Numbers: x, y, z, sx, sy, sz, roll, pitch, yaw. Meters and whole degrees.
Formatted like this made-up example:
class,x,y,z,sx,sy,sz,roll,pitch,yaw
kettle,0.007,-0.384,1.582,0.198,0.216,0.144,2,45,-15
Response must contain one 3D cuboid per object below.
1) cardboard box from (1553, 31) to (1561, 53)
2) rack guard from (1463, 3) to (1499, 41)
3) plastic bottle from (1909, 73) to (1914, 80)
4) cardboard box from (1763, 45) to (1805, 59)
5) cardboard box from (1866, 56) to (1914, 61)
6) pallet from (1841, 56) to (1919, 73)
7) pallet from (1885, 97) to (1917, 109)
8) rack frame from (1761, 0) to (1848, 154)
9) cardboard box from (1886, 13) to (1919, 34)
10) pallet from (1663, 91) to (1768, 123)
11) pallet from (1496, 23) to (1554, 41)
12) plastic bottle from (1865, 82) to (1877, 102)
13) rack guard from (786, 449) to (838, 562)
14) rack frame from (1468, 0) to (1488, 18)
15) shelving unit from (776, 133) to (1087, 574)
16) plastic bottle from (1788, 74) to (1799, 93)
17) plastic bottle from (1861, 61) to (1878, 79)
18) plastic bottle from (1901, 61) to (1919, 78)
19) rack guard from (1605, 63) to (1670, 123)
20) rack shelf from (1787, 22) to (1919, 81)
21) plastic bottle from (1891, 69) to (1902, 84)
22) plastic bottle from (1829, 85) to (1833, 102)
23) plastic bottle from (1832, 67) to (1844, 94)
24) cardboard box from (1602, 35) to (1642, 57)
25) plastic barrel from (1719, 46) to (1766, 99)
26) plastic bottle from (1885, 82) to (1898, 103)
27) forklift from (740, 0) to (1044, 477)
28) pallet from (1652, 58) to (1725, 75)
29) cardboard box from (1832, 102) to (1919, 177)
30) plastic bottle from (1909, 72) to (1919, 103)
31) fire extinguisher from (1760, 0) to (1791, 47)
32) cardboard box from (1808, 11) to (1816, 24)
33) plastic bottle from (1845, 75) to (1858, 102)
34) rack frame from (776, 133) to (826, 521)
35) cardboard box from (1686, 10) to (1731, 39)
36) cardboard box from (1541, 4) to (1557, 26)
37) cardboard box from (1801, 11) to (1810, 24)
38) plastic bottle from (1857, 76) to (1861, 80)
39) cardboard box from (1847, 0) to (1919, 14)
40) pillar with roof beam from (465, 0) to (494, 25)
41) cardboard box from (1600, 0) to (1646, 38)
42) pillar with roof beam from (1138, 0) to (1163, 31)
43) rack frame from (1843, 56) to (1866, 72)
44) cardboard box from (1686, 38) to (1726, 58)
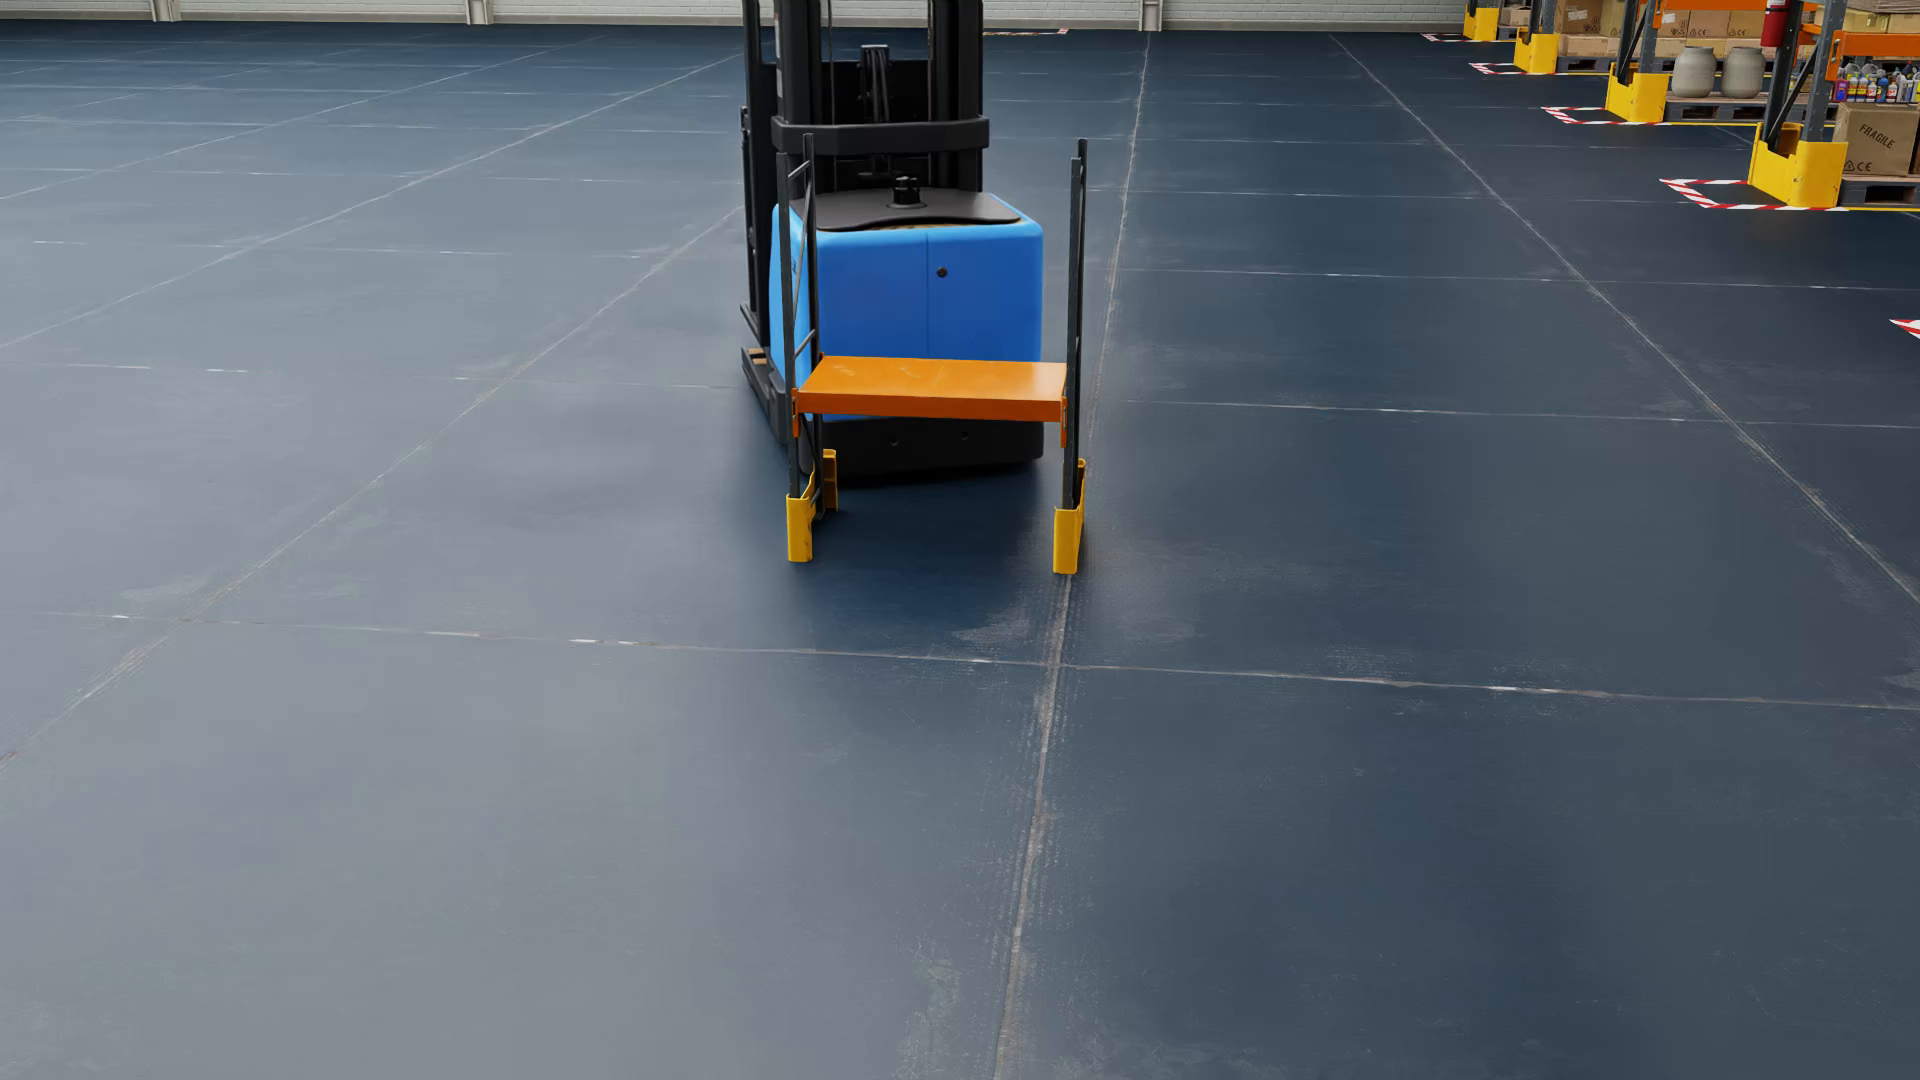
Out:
class,x,y,z,sx,sy,sz,roll,pitch,yaw
cardboard box,8.429,-6.831,22.807,0.500,0.250,0.500,2,22,6
rack guard,8.516,-8.473,27.191,0.348,0.500,1.175,2,22,6
plastic bottle,10.049,-4.773,17.529,0.133,0.283,0.061,2,22,6
cardboard box,10.852,-6.539,22.068,0.500,0.250,0.500,2,22,6
cardboard box,12.205,-6.465,21.882,0.500,0.250,0.500,2,22,5
pallet,12.570,-6.342,22.195,1.213,0.211,1.003,2,22,6
pallet,10.585,-4.596,17.778,1.213,0.211,1.003,2,22,6
rack frame,6.692,-4.213,13.017,0.127,3.000,1.000,2,22,6
cardboard box,7.193,-3.979,12.766,0.250,0.149,0.380,2,22,6
pallet,8.162,-4.701,18.045,1.213,0.211,1.003,2,22,6
pallet,9.319,-8.290,27.123,1.213,0.211,1.003,2,22,6
plastic bottle,9.577,-4.709,17.479,0.097,0.201,0.097,0,22,0
rack guard,-0.570,-0.141,6.457,0.087,0.250,0.587,2,22,6
rack frame,8.441,-9.638,26.740,0.127,3.000,1.000,2,22,6
shelving unit,-0.076,-0.701,6.172,1.083,1.500,0.587,2,22,6
plastic bottle,9.150,-5.005,18.228,0.097,0.201,0.097,0,22,0
plastic bottle,9.885,-5.034,18.098,0.185,0.351,0.144,2,22,6
plastic bottle,10.307,-5.016,18.051,0.185,0.351,0.144,2,22,4
rack guard,7.356,-4.873,18.085,0.348,0.500,1.175,2,22,6
rack shelf,8.678,-3.792,12.930,4.000,0.370,1.077,2,22,6
plastic bottle,10.157,-4.971,18.047,0.097,0.271,0.097,0,22,0
plastic bottle,9.142,-4.728,17.527,0.097,0.201,0.097,0,22,0
plastic bottle,9.535,-5.013,18.146,0.135,0.276,0.152,2,22,5
cardboard box,8.865,-6.622,22.277,0.500,0.250,0.500,2,22,6
plastic barrel,8.435,-5.037,17.914,0.421,0.512,0.421,0,22,0
plastic bottle,9.781,-4.700,17.456,0.097,0.201,0.097,0,22,0
forklift,-0.493,-2.135,7.852,1.130,2.935,3.031,-5,22,-13
pallet,9.834,-6.462,22.496,1.213,0.211,1.003,2,22,6
cardboard box,7.310,-3.213,13.315,0.500,0.500,0.500,7,23,16
plastic bottle,10.062,-4.766,17.420,0.185,0.351,0.144,2,22,6
fire extinguisher,6.633,-4.350,13.469,0.183,0.674,0.296,2,22,6
cardboard box,11.410,-7.056,22.357,0.500,0.500,0.500,2,22,6
plastic bottle,9.379,-4.750,17.488,0.097,0.271,0.097,0,22,0
rack frame,-0.590,-0.723,6.229,0.032,1.500,0.500,2,22,6
cardboard box,9.857,-6.925,22.024,0.500,0.500,0.500,2,22,6
cardboard box,9.684,-8.505,26.932,0.500,0.311,0.500,4,22,11
cardboard box,10.852,-6.888,21.932,0.500,0.500,0.500,2,22,6
plastic bottle,9.729,-4.927,18.029,0.097,0.201,0.097,0,22,0
cardboard box,7.235,-4.364,12.858,0.500,0.500,0.875,2,22,6
pillar with roof beam,-9.144,-11.921,24.353,0.400,9.000,9.100,2,22,6
cardboard box,8.865,-6.970,22.138,0.500,0.500,0.500,2,22,6
pillar with roof beam,2.773,-11.402,23.040,0.400,9.000,9.100,2,22,6
rack frame,11.834,-7.657,21.727,0.127,3.000,1.000,2,22,6
cardboard box,9.857,-6.576,22.163,0.500,0.250,0.500,2,22,6
